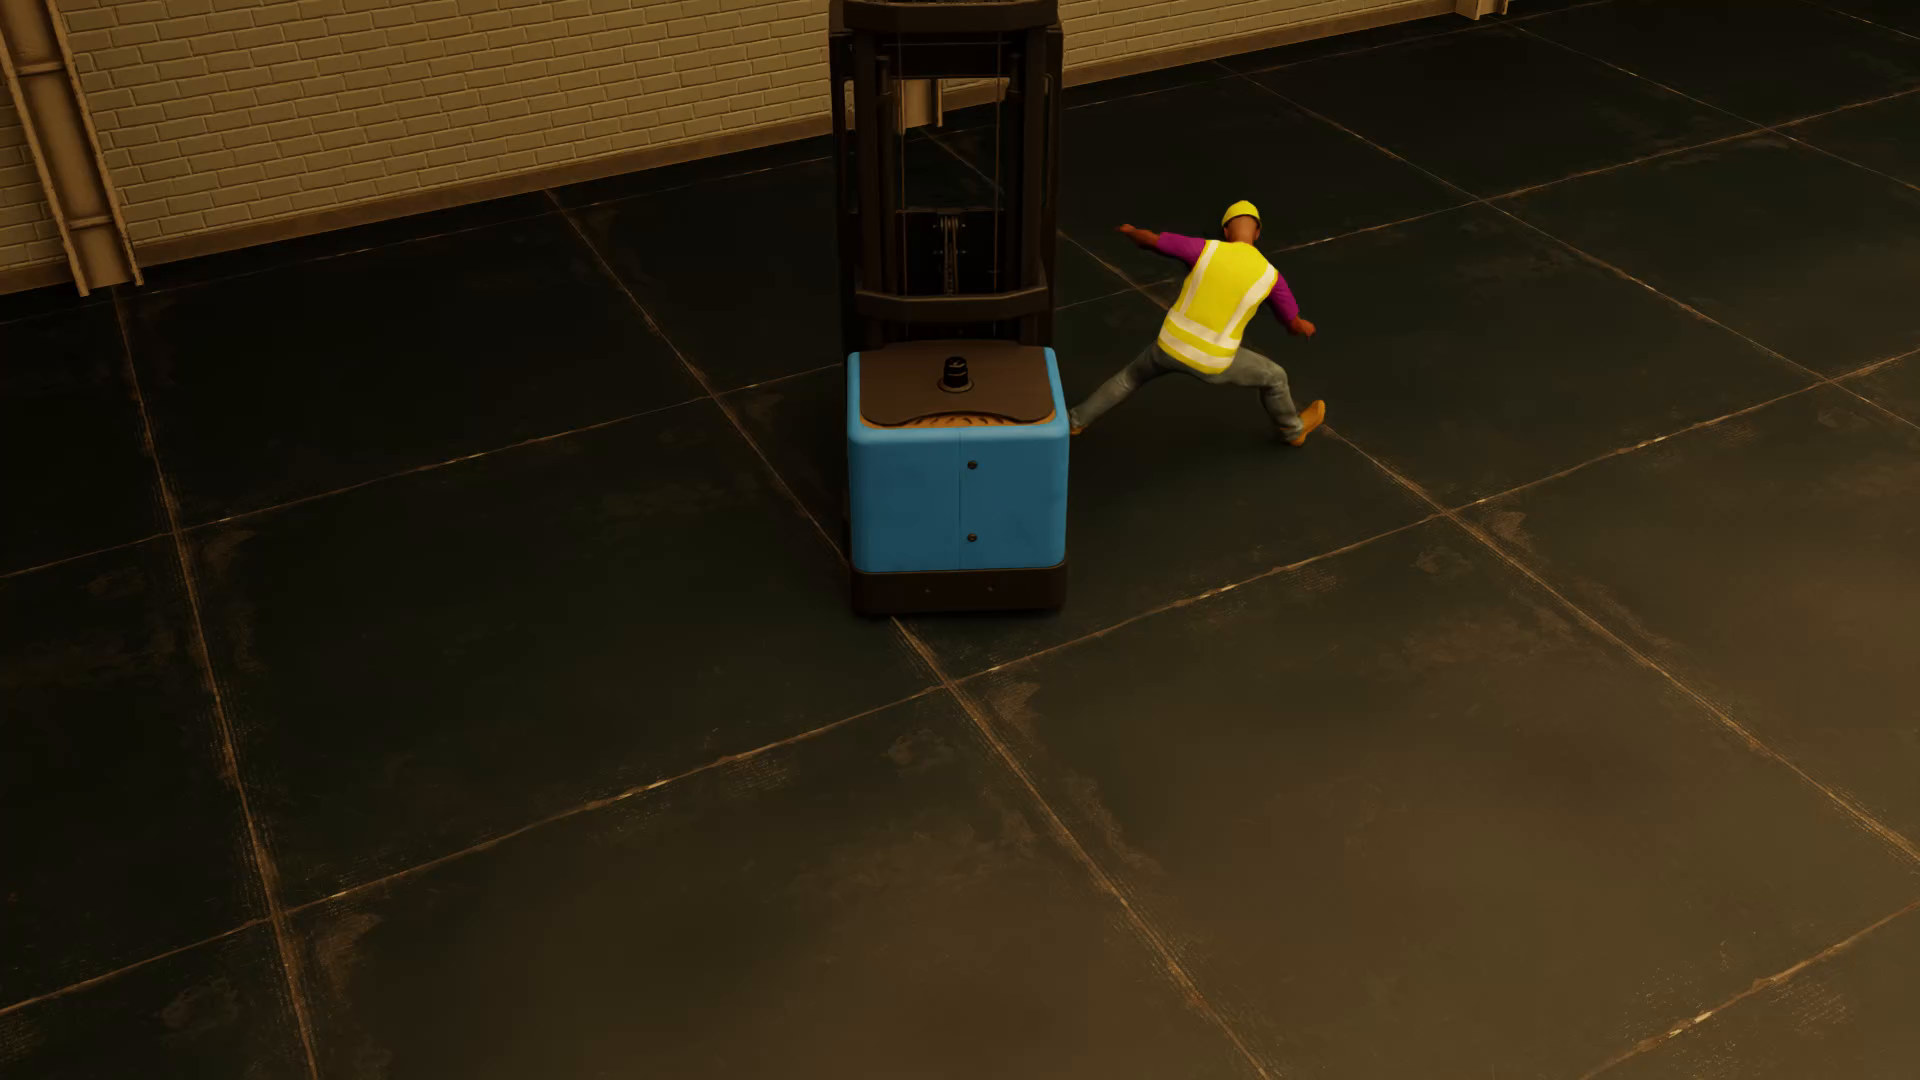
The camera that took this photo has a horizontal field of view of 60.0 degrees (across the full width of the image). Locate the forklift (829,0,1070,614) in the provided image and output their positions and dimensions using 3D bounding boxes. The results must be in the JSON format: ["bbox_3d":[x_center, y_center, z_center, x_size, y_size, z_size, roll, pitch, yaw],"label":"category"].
[{"bbox_3d":[-0.079,-1.666,8.480,1.130,2.935,3.031,-2,35,-2],"label":"forklift"}]

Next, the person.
[{"bbox_3d":[1.319,-1.161,9.094,1.335,1.422,0.830,18,39,24],"label":"person"}]
